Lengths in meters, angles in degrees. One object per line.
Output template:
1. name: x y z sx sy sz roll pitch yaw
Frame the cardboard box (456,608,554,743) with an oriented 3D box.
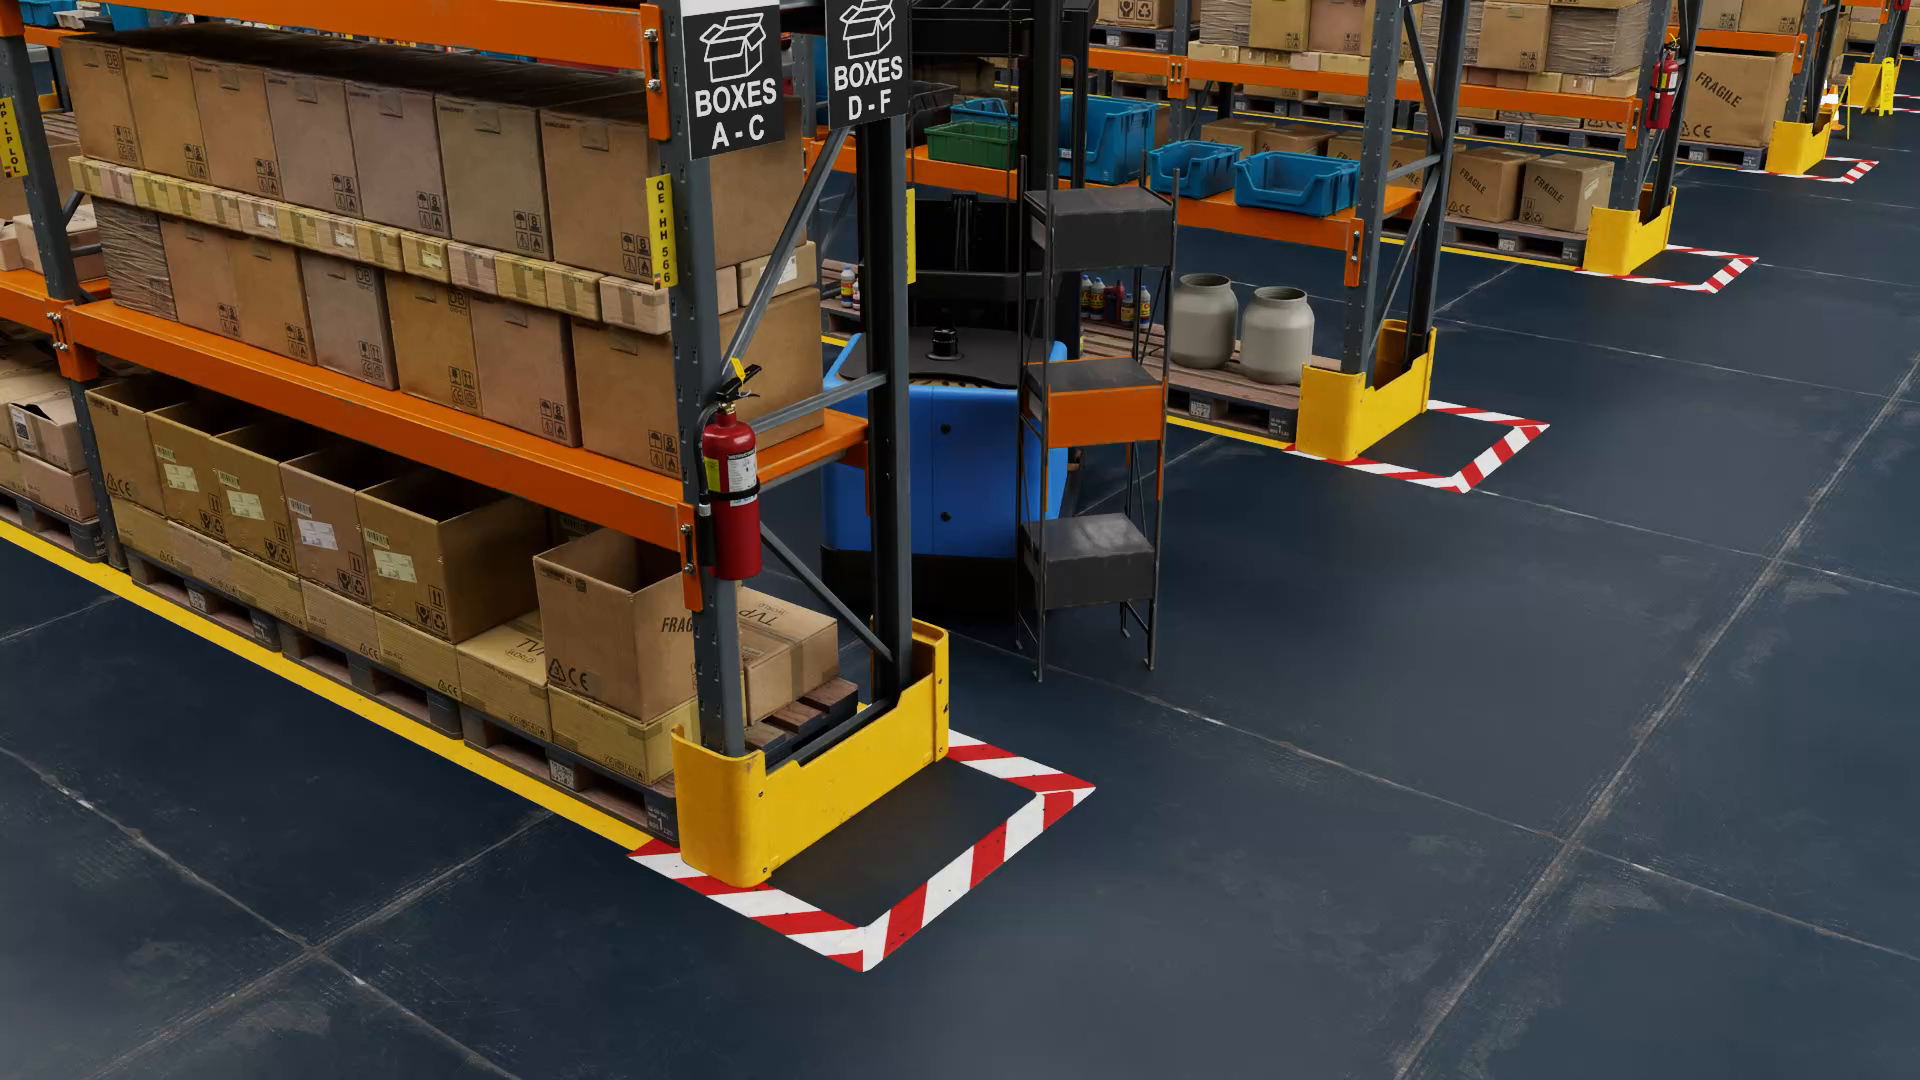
1. cardboard box: -1.538 0.488 6.311 0.500 0.250 0.500 17 29 33

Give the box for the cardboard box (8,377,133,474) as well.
1. cardboard box: -4.222 -0.590 8.062 0.500 0.311 0.500 17 29 33

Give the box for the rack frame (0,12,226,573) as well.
1. rack frame: -3.726 -1.394 7.693 0.127 3.000 1.000 17 29 33

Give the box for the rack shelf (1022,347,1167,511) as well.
1. rack shelf: 0.524 -0.454 6.711 0.480 0.518 0.431 -5 24 -12

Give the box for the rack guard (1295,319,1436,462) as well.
1. rack guard: 2.360 -0.883 9.634 0.348 0.500 1.175 17 29 33

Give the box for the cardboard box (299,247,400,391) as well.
1. cardboard box: -2.131 -0.963 6.591 0.500 0.500 0.700 18 29 35

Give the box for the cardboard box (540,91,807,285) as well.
1. cardboard box: -0.933 -1.196 5.510 0.500 0.500 0.700 17 29 33

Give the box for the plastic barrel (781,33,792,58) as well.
1. plastic barrel: -1.386 -3.355 11.976 0.433 0.535 0.433 0 24 0

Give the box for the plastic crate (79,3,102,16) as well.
1. plastic crate: -8.884 -5.461 17.176 0.250 0.136 0.298 17 29 33

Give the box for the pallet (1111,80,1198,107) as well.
1. pallet: 2.659 -5.641 20.791 1.213 0.211 1.003 17 29 33

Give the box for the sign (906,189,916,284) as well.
1. sign: -0.187 -1.036 5.710 0.005 0.325 0.100 17 29 33

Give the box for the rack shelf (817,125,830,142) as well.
1. rack shelf: -2.352 -3.145 12.561 4.000 0.370 1.077 17 29 33

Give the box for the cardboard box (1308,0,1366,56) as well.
1. cardboard box: 3.381 -4.421 14.072 0.500 0.500 0.875 17 29 33

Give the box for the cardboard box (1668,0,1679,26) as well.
1. cardboard box: 7.325 -5.643 17.151 0.550 0.550 0.875 17 29 33

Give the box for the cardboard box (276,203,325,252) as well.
1. cardboard box: -2.385 -1.235 6.405 0.250 0.149 0.380 17 29 33

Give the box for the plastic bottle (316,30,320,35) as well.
1. plastic bottle: -5.841 -4.635 15.203 0.135 0.276 0.152 17 29 33

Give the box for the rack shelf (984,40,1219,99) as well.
1. rack shelf: 0.618 -4.743 16.187 4.000 0.370 1.077 17 29 33

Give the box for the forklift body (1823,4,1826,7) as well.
1. forklift body: 11.725 -7.903 23.519 1.214 2.155 2.313 17 29 33

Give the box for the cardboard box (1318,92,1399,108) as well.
1. cardboard box: 4.724 -5.448 19.165 0.750 0.750 1.050 17 29 33

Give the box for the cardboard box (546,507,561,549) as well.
1. cardboard box: -1.630 -0.142 6.811 0.500 0.500 0.500 17 29 33

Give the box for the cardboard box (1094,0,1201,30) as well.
1. cardboard box: 1.667 -5.293 15.278 1.000 1.000 1.000 17 29 34

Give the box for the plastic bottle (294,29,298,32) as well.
1. plastic bottle: -5.665 -4.238 14.293 0.133 0.283 0.061 17 29 33

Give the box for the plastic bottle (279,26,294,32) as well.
1. plastic bottle: -5.804 -4.301 14.353 0.185 0.351 0.144 17 29 33

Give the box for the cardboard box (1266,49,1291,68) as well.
1. cardboard box: 2.825 -4.151 14.263 0.250 0.149 0.380 17 29 33

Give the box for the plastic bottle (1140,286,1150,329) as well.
1. plastic bottle: 1.185 -1.515 10.807 0.097 0.271 0.097 0 24 0

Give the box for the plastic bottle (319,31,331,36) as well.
1. plastic bottle: -5.715 -4.532 14.975 0.097 0.271 0.097 0 24 0

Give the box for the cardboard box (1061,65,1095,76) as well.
1. cardboard box: 1.390 -6.255 21.306 0.500 0.500 0.500 17 29 33

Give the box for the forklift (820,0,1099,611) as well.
1. forklift: 0.084 -1.590 8.224 1.130 2.935 3.031 3 24 7

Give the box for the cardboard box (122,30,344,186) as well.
1. cardboard box: -2.962 -1.806 6.896 0.500 0.500 0.700 17 29 33

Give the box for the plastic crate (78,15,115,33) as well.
1. plastic crate: -8.210 -5.011 16.170 0.590 0.125 0.437 17 29 33

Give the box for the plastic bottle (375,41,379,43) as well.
1. plastic bottle: -4.717 -3.921 13.573 0.133 0.283 0.061 17 29 33

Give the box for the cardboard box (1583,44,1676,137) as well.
1. cardboard box: 7.187 -4.772 17.475 0.875 0.875 0.875 16 29 32

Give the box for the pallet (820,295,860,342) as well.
1. pallet: -0.239 -1.539 11.481 1.213 0.211 1.003 17 29 33

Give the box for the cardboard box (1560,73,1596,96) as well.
1. cardboard box: 4.868 -3.570 12.943 0.250 0.149 0.380 17 29 33

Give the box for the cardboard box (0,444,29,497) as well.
1. cardboard box: -4.635 -0.457 8.457 0.500 0.250 0.500 16 29 33

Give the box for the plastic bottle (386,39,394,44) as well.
1. plastic bottle: -5.002 -4.408 14.679 0.133 0.283 0.061 17 29 33

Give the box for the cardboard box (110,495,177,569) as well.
1. cardboard box: -3.536 -0.118 7.686 0.500 0.250 0.500 17 29 33

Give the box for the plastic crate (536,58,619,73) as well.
1. plastic crate: -2.843 -3.498 12.389 0.583 0.464 0.402 17 29 33

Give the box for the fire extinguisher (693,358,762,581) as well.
1. fire extinguisher: -0.709 -0.213 5.108 0.183 0.674 0.296 17 29 33

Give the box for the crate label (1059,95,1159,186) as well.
1. crate label: 0.814 -2.398 9.928 0.616 0.435 0.502 17 29 33

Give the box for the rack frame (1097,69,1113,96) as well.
1. rack frame: 2.073 -7.132 20.717 0.127 3.000 1.000 17 29 33

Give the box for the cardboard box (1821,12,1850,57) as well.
1. cardboard box: 10.864 -6.386 20.983 0.500 0.500 0.500 16 28 32

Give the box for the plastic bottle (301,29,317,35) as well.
1. plastic bottle: -5.549 -4.224 14.178 0.185 0.351 0.144 17 29 33

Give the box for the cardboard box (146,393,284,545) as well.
1. cardboard box: -3.138 -0.339 7.259 0.500 0.500 0.500 17 29 33

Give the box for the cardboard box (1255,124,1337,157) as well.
1. cardboard box: 2.978 -3.391 14.806 0.500 0.500 0.500 -16 28 -31

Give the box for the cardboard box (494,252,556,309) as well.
1. cardboard box: -1.360 -0.925 5.700 0.250 0.149 0.380 16 29 33

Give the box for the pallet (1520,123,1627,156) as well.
1. pallet: 6.816 -4.385 17.940 1.213 0.211 1.003 17 29 33

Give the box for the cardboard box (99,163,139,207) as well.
1. cardboard box: -3.426 -1.548 7.115 0.250 0.149 0.380 17 29 34

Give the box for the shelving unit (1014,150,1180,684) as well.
1. shelving unit: 0.524 -0.467 6.705 0.503 2.100 0.431 -5 24 -12

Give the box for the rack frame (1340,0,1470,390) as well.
1. rack frame: 2.449 -2.024 9.123 0.127 3.000 1.000 17 29 33

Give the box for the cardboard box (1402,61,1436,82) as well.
1. cardboard box: 3.804 -3.838 13.552 0.250 0.149 0.380 17 29 33

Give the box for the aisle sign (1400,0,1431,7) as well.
1. aisle sign: 2.328 -3.100 8.341 0.004 0.787 0.394 17 29 33

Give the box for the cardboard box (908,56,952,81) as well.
1. cardboard box: -0.428 -4.804 17.058 0.500 0.250 0.500 18 30 35

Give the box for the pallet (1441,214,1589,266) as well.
1. pallet: 4.730 -2.572 13.825 1.213 0.211 1.003 17 29 33

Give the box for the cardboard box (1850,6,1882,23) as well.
1. cardboard box: 13.365 -7.726 24.333 0.500 0.250 0.500 16 29 33

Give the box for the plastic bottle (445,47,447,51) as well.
1. plastic bottle: -4.341 -4.208 14.225 0.133 0.283 0.061 17 29 33
